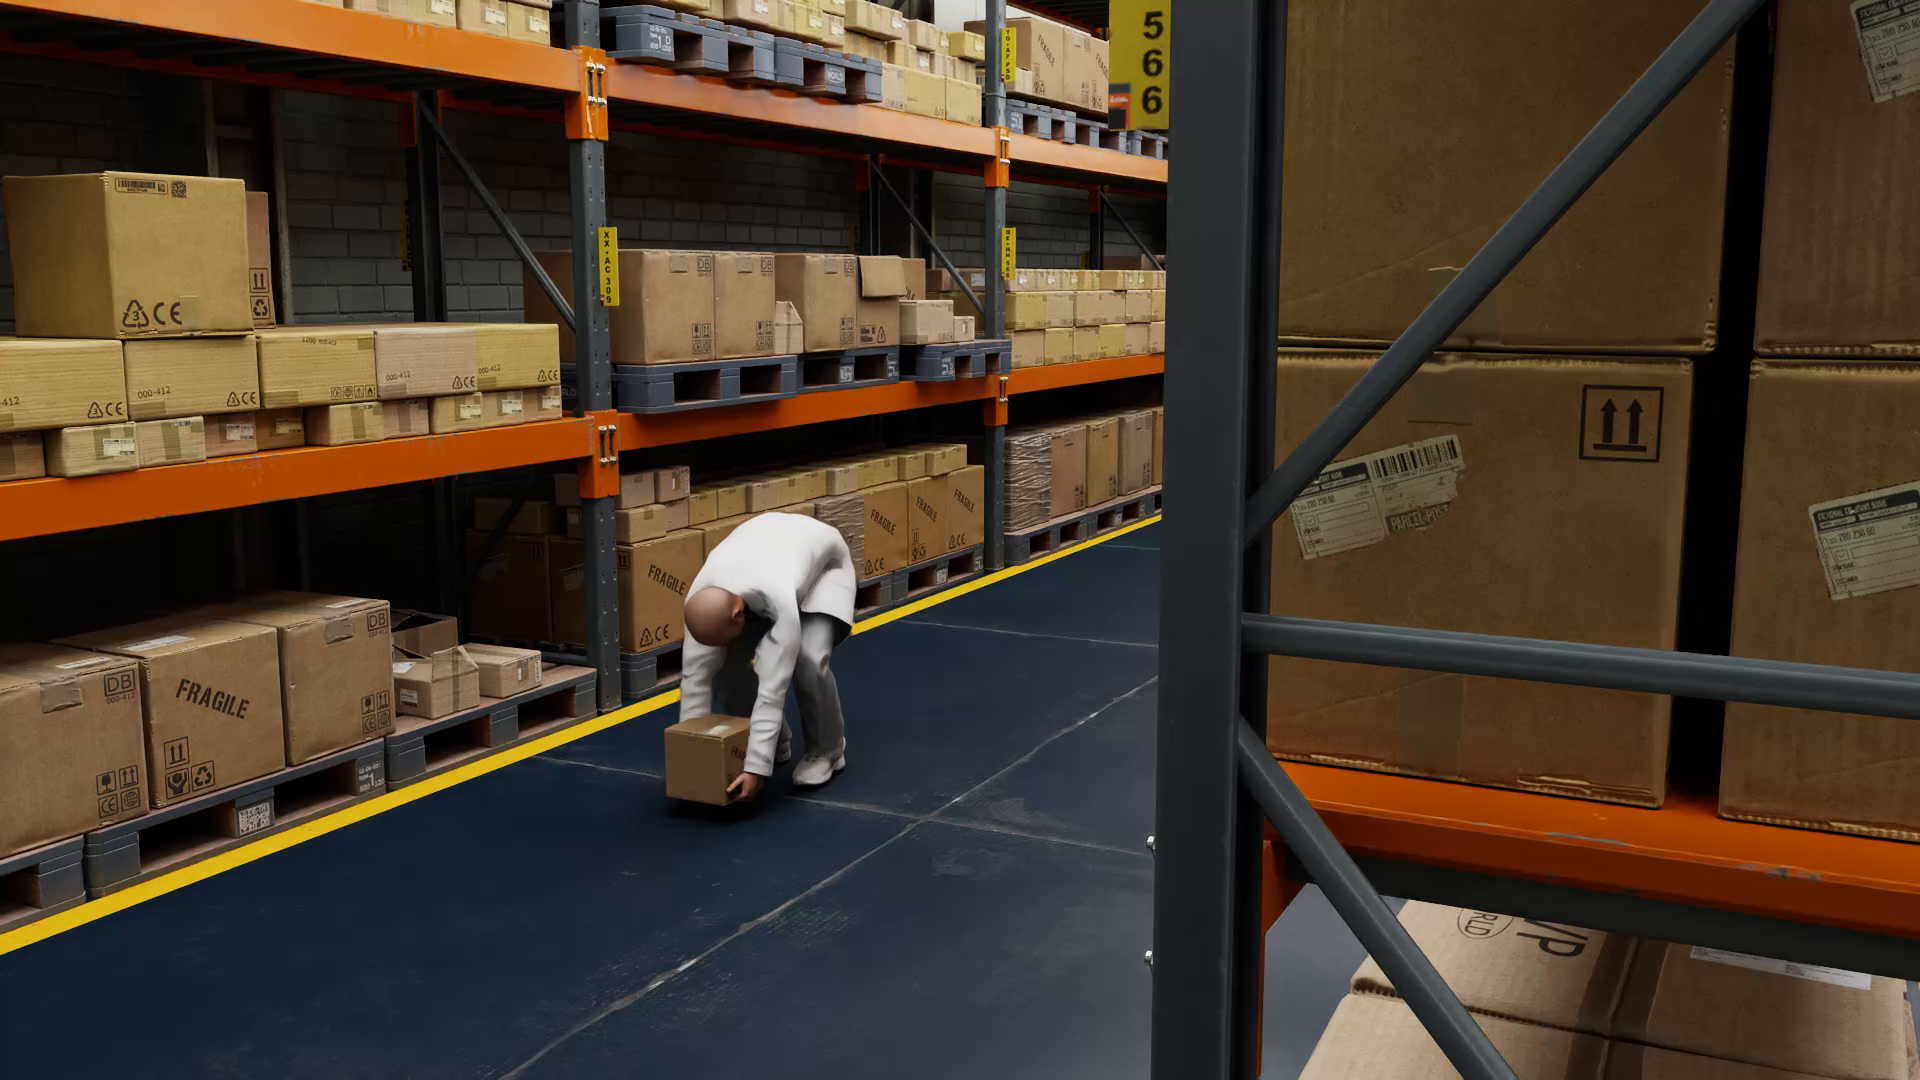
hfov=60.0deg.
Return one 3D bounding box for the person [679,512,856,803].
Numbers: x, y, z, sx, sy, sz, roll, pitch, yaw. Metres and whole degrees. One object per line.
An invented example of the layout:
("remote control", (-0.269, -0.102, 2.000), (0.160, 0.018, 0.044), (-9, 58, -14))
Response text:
("person", (-0.733, 0.424, 6.171), (0.591, 1.010, 0.942), (4, 10, 23))
